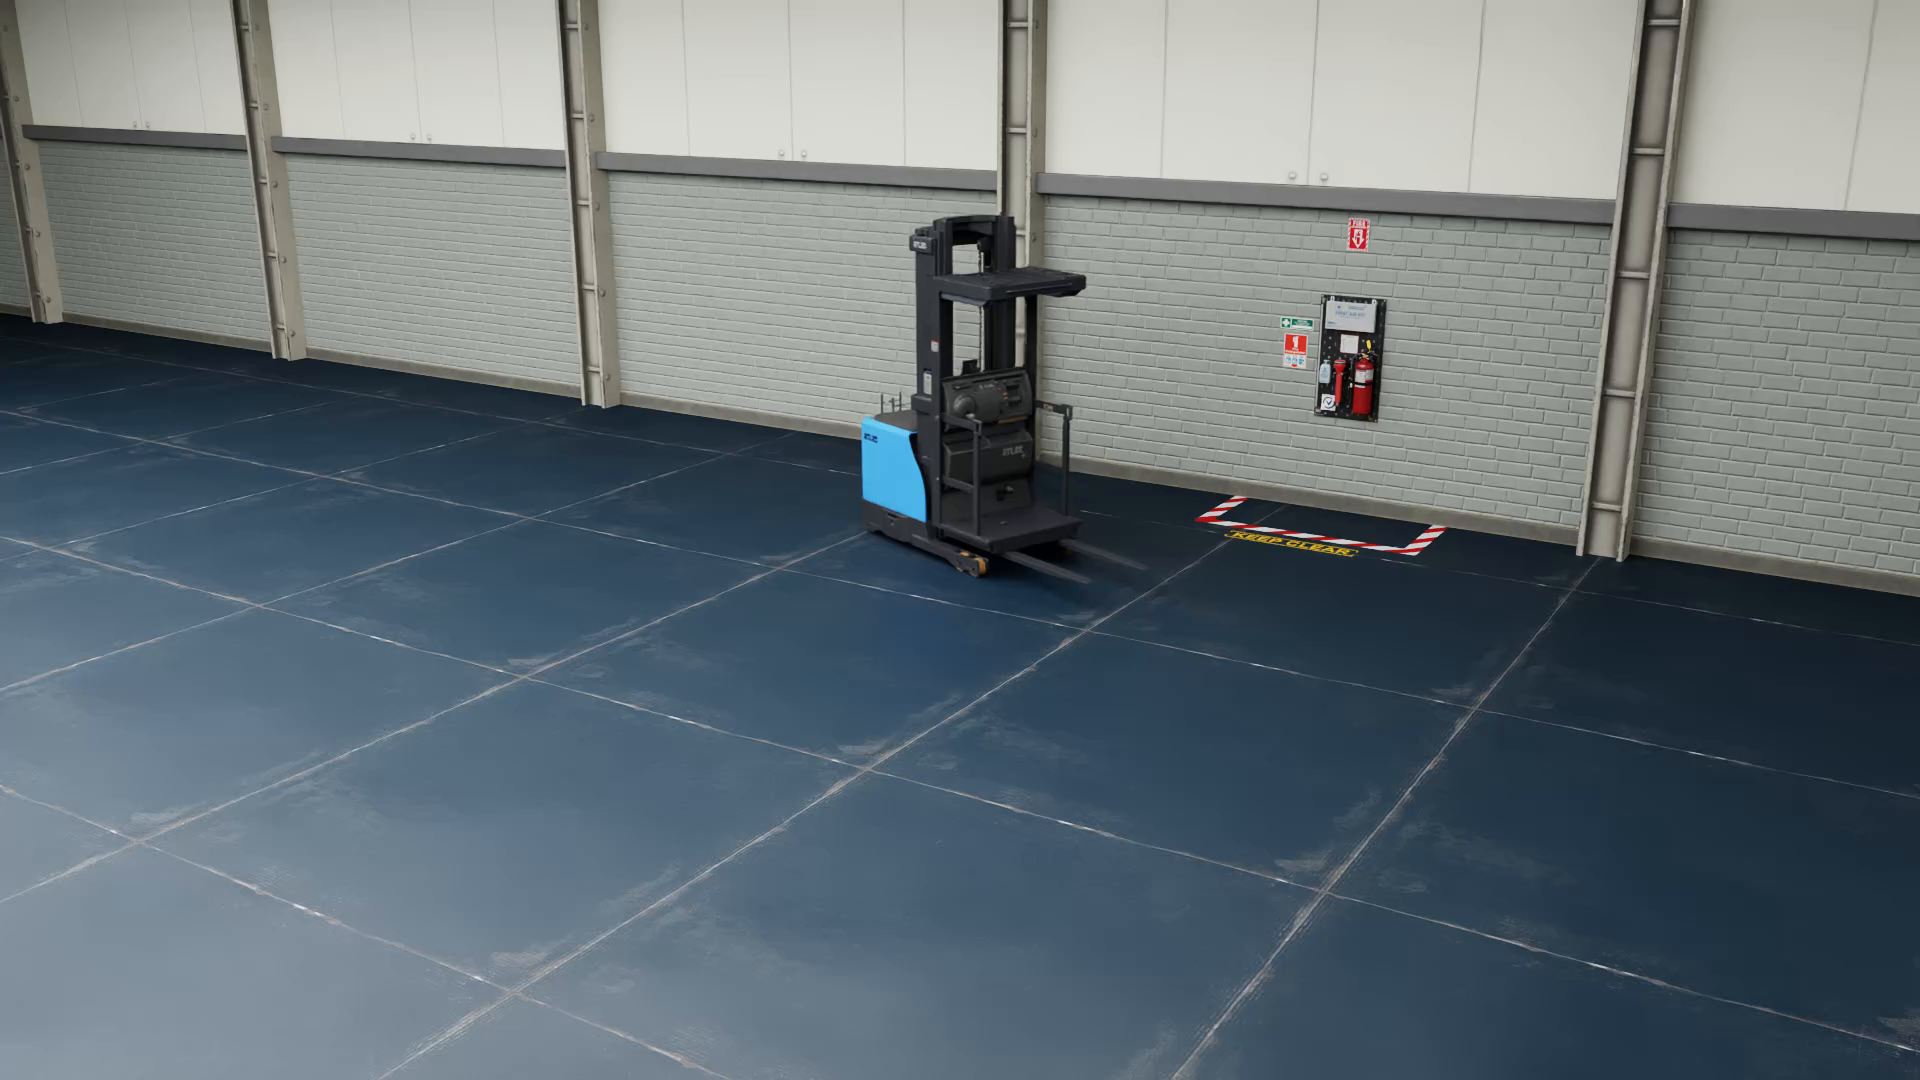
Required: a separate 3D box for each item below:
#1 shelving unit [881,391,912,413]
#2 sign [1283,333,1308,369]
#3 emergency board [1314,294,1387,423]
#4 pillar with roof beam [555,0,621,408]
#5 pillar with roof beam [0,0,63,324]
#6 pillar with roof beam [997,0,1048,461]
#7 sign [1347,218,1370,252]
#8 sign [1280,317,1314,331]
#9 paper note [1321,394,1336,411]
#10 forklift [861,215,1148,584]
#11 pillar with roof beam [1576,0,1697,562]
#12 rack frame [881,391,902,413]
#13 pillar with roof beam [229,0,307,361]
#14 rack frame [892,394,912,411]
[{"bbox_3d":[-0.594,-0.796,15.806,0.258,1.200,0.189,-13,21,-36],"label":"shelving unit"},{"bbox_3d":[3.233,-1.823,16.030,0.234,0.329,0.001,10,20,30],"label":"sign"},{"bbox_3d":[3.650,-1.696,15.674,0.643,1.169,0.194,10,20,30],"label":"emergency board"},{"bbox_3d":[-6.743,-4.941,16.032,0.400,9.000,9.100,10,20,30],"label":"pillar with roof beam"},{"bbox_3d":[-16.968,-6.766,22.041,0.400,9.000,9.100,10,20,30],"label":"pillar with roof beam"},{"bbox_3d":[-1.630,-4.028,13.028,0.400,9.000,9.100,10,20,30],"label":"pillar with roof beam"},{"bbox_3d":[3.695,-2.832,15.422,0.199,0.298,0.001,10,20,30],"label":"sign"},{"bbox_3d":[3.232,-2.074,15.943,0.331,0.109,0.001,10,20,30],"label":"sign"},{"bbox_3d":[3.535,-1.319,15.947,0.142,0.148,0.016,10,20,30],"label":"paper note"},{"bbox_3d":[0.373,-1.249,14.317,1.130,2.935,3.031,-13,21,-36],"label":"forklift"},{"bbox_3d":[3.483,-3.115,10.023,0.400,9.000,9.100,10,20,30],"label":"pillar with roof beam"},{"bbox_3d":[-0.650,-0.817,15.876,0.240,1.200,0.006,-13,21,-36],"label":"rack frame"},{"bbox_3d":[-11.856,-5.853,19.037,0.400,9.000,9.100,10,20,30],"label":"pillar with roof beam"},{"bbox_3d":[-0.539,-0.775,15.737,0.240,1.200,0.006,-13,21,-36],"label":"rack frame"}]
